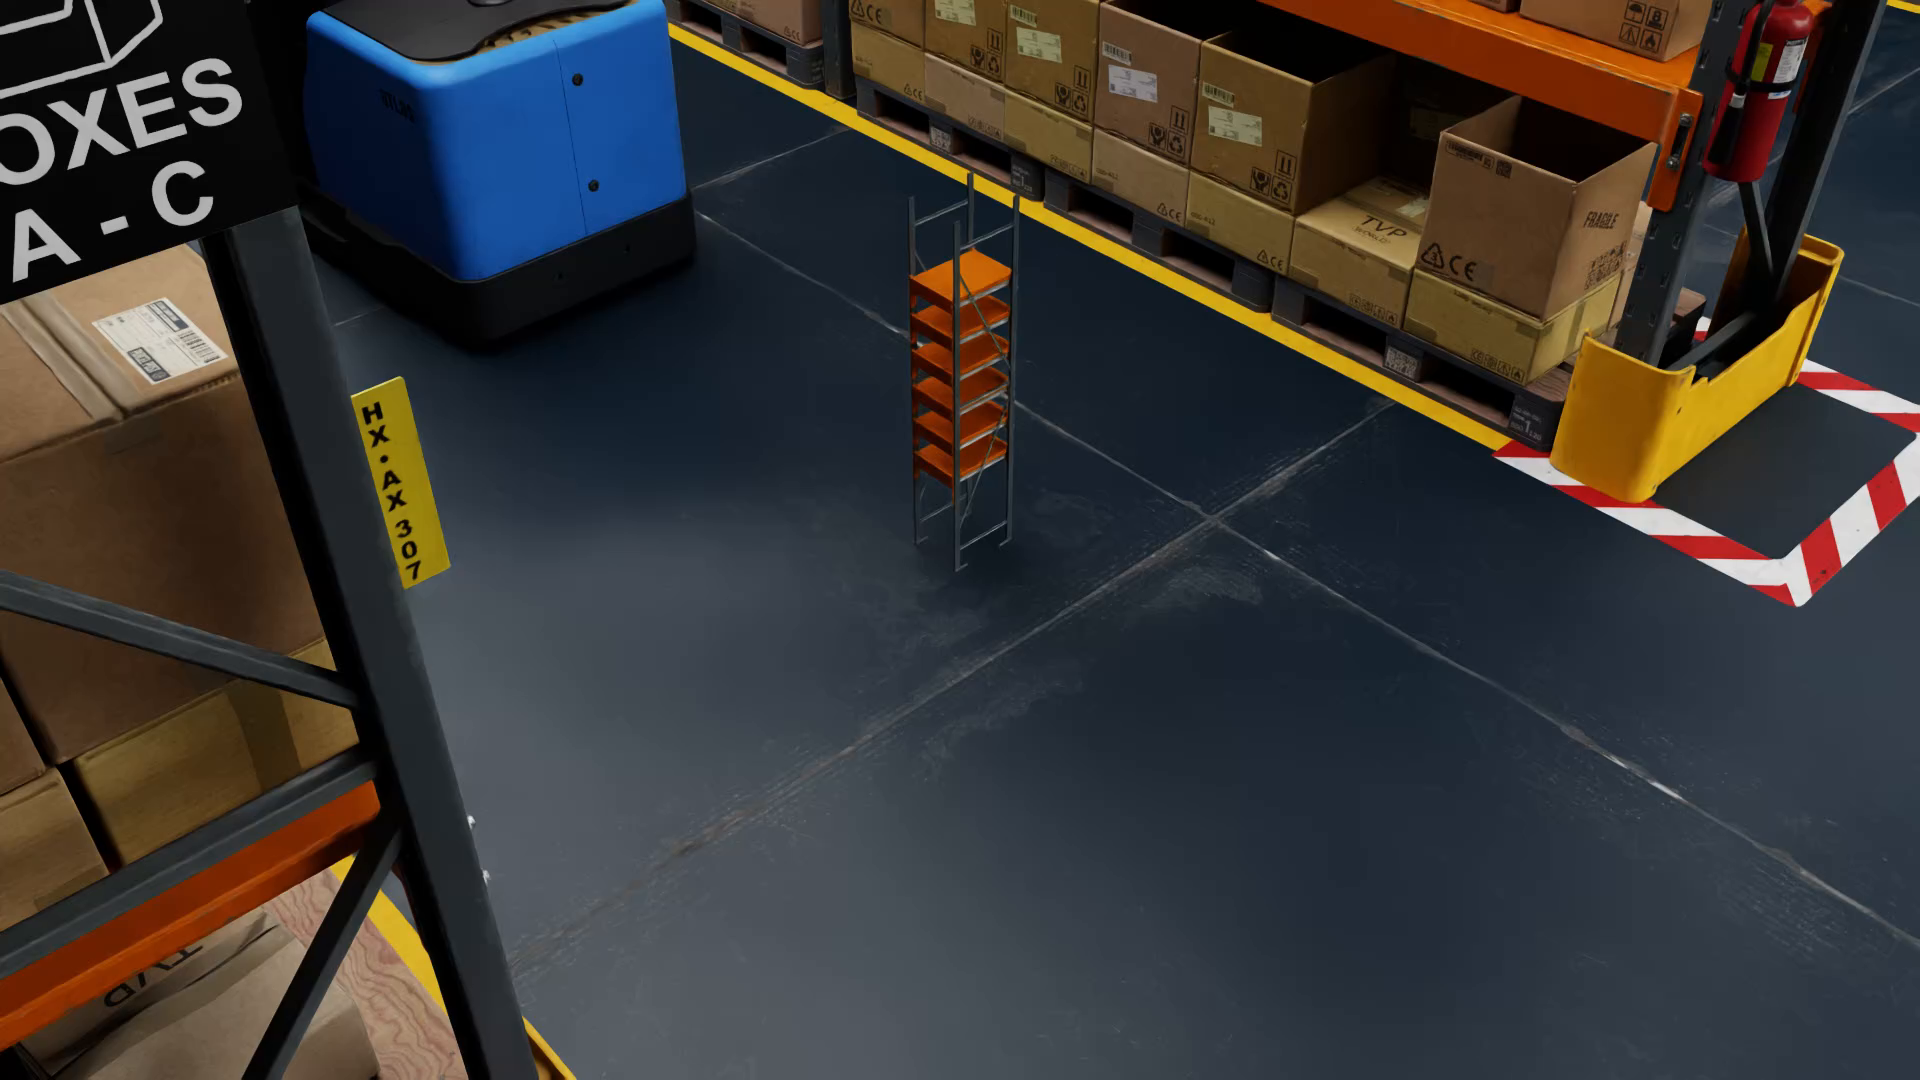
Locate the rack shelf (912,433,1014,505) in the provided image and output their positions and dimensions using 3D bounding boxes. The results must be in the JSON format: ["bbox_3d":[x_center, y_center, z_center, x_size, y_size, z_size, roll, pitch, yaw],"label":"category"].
[{"bbox_3d":[0.010,-0.239,5.043,0.258,0.103,0.180,-30,48,-32],"label":"rack shelf"}]

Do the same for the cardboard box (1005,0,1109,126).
[{"bbox_3d":[0.533,-2.033,6.637,0.500,0.500,0.500,-30,48,-32],"label":"cardboard box"}]

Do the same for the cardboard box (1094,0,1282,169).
[{"bbox_3d":[0.873,-1.802,6.352,0.500,0.500,0.500,-30,48,-32],"label":"cardboard box"}]

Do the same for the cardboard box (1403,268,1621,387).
[{"bbox_3d":[1.898,-0.823,5.736,0.500,0.250,0.500,-30,48,-32],"label":"cardboard box"}]

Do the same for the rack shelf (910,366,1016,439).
[{"bbox_3d":[0.010,-0.426,4.893,0.258,0.103,0.180,-30,48,-32],"label":"rack shelf"}]

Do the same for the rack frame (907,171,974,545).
[{"bbox_3d":[-0.052,-0.502,4.917,0.240,1.200,0.006,-30,48,-32],"label":"rack frame"}]

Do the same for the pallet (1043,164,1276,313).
[{"bbox_3d":[1.110,-1.423,6.843,1.003,0.211,1.213,-30,48,-32],"label":"pallet"}]

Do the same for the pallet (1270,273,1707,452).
[{"bbox_3d":[1.931,-0.858,6.144,1.003,0.211,1.213,-30,48,-32],"label":"pallet"}]

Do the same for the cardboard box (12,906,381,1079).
[{"bbox_3d":[-1.569,1.016,3.394,0.500,0.311,0.500,29,47,31],"label":"cardboard box"}]

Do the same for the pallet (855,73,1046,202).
[{"bbox_3d":[0.280,-1.987,7.543,1.003,0.211,1.213,-30,48,-32],"label":"pallet"}]

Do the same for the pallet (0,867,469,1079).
[{"bbox_3d":[-1.742,1.159,3.647,1.003,0.211,1.213,-30,48,-32],"label":"pallet"}]

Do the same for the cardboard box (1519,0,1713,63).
[{"bbox_3d":[2.172,-1.867,5.095,0.700,0.500,0.500,-30,48,-32],"label":"cardboard box"}]

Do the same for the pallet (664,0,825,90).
[{"bbox_3d":[-0.754,-2.698,8.422,1.003,0.211,1.213,-30,48,-32],"label":"pallet"}]

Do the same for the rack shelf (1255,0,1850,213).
[{"bbox_3d":[1.126,-2.253,6.224,1.077,0.370,4.000,-30,48,-32],"label":"rack shelf"}]

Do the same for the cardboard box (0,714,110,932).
[{"bbox_3d":[-1.626,0.417,2.450,0.500,0.250,0.500,-29,47,-31],"label":"cardboard box"}]

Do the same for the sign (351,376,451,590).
[{"bbox_3d":[-0.768,-0.067,2.257,0.100,0.325,0.005,-30,48,-32],"label":"sign"}]

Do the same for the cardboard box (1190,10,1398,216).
[{"bbox_3d":[1.210,-1.571,6.065,0.500,0.500,0.500,-30,48,-32],"label":"cardboard box"}]

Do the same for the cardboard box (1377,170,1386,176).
[{"bbox_3d":[1.601,-1.505,6.580,0.500,0.250,0.500,-30,48,-32],"label":"cardboard box"}]

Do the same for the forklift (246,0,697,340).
[{"bbox_3d":[-2.432,-2.688,6.245,1.130,2.935,3.031,-32,49,-33],"label":"forklift"}]

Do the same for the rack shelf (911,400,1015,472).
[{"bbox_3d":[0.010,-0.332,4.968,0.258,0.103,0.180,-30,48,-32],"label":"rack shelf"}]

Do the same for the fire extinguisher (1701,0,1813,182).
[{"bbox_3d":[2.217,-1.325,4.564,0.296,0.674,0.183,-30,48,-32],"label":"fire extinguisher"}]

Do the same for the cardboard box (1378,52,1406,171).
[{"bbox_3d":[1.593,-1.791,6.338,0.500,0.500,0.500,-30,48,-32],"label":"cardboard box"}]

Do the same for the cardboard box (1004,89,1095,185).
[{"bbox_3d":[0.533,-1.741,6.873,0.500,0.250,0.500,-30,48,-32],"label":"cardboard box"}]

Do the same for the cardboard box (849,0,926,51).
[{"bbox_3d":[-0.144,-2.496,7.210,0.500,0.500,0.500,-30,48,-32],"label":"cardboard box"}]

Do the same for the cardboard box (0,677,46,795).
[{"bbox_3d":[-1.643,0.131,2.207,0.500,0.500,0.500,-31,48,-32],"label":"cardboard box"}]

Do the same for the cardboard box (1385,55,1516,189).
[{"bbox_3d":[1.940,-1.566,6.058,0.500,0.500,0.500,-30,48,-32],"label":"cardboard box"}]

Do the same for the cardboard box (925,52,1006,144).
[{"bbox_3d":[0.198,-1.975,7.162,0.500,0.250,0.500,-30,48,-32],"label":"cardboard box"}]

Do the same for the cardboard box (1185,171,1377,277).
[{"bbox_3d":[1.212,-1.280,6.302,0.500,0.250,0.500,-30,48,-32],"label":"cardboard box"}]

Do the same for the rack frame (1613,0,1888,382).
[{"bbox_3d":[2.479,-1.607,4.852,1.000,3.000,0.127,-30,48,-32],"label":"rack frame"}]

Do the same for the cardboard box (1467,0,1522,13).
[{"bbox_3d":[1.814,-2.108,5.393,0.700,0.500,0.500,-29,47,-31],"label":"cardboard box"}]

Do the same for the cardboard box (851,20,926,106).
[{"bbox_3d":[-0.136,-2.208,7.451,0.500,0.250,0.500,-30,48,-32],"label":"cardboard box"}]

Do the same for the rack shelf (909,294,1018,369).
[{"bbox_3d":[0.010,-0.612,4.742,0.258,0.103,0.180,-30,48,-32],"label":"rack shelf"}]

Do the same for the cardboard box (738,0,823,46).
[{"bbox_3d":[-0.721,-2.620,7.961,0.500,0.250,0.500,-30,48,-32],"label":"cardboard box"}]

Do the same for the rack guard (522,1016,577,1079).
[{"bbox_3d":[-1.219,1.437,3.073,1.175,0.500,0.348,-30,48,-32],"label":"rack guard"}]

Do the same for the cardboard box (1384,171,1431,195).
[{"bbox_3d":[1.939,-1.273,6.293,0.500,0.250,0.500,-30,48,-32],"label":"cardboard box"}]

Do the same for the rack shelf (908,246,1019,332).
[{"bbox_3d":[0.010,-0.706,4.666,0.258,0.103,0.180,-30,48,-32],"label":"rack shelf"}]

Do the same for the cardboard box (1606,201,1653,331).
[{"bbox_3d":[2.280,-1.043,6.009,0.500,0.250,0.500,-30,48,-32],"label":"cardboard box"}]

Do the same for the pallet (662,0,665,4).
[{"bbox_3d":[-1.583,-3.262,9.121,1.003,0.211,1.213,-30,48,-32],"label":"pallet"}]

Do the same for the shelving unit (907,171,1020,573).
[{"bbox_3d":[0.010,-0.460,4.865,0.258,1.200,0.189,-30,48,-32],"label":"shelving unit"}]

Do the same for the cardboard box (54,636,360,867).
[{"bbox_3d":[-1.264,0.190,2.731,0.500,0.250,0.500,-31,48,-33],"label":"cardboard box"}]

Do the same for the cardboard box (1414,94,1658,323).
[{"bbox_3d":[1.897,-1.114,5.499,0.500,0.500,0.500,-30,48,-32],"label":"cardboard box"}]

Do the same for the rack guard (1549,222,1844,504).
[{"bbox_3d":[2.495,-0.623,5.624,1.175,0.500,0.348,-30,48,-32],"label":"rack guard"}]

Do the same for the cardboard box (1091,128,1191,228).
[{"bbox_3d":[0.875,-1.512,6.589,0.500,0.250,0.500,-30,48,-32],"label":"cardboard box"}]

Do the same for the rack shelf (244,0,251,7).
[{"bbox_3d":[-2.520,-1.313,2.673,1.077,0.370,4.000,-30,48,-32],"label":"rack shelf"}]

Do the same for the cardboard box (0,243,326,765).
[{"bbox_3d":[-1.269,-0.090,2.481,0.500,0.500,0.500,-30,48,-32],"label":"cardboard box"}]

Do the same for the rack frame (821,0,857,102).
[{"bbox_3d":[-0.227,-3.458,7.144,1.000,3.000,0.127,-30,48,-32],"label":"rack frame"}]

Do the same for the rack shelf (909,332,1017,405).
[{"bbox_3d":[0.010,-0.519,4.817,0.258,0.103,0.180,-30,48,-32],"label":"rack shelf"}]

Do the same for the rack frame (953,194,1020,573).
[{"bbox_3d":[0.072,-0.418,4.812,0.240,1.200,0.006,-30,48,-32],"label":"rack frame"}]

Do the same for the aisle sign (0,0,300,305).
[{"bbox_3d":[-0.898,-0.606,1.543,0.394,0.787,0.004,-30,48,-32],"label":"aisle sign"}]

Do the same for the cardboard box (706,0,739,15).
[{"bbox_3d":[-1.061,-2.855,8.252,0.500,0.250,0.500,-31,48,-32],"label":"cardboard box"}]

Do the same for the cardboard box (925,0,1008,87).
[{"bbox_3d":[0.200,-2.268,6.928,0.500,0.500,0.500,-30,48,-32],"label":"cardboard box"}]

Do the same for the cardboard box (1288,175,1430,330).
[{"bbox_3d":[1.551,-1.049,6.016,0.500,0.250,0.500,-30,48,-32],"label":"cardboard box"}]

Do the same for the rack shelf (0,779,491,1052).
[{"bbox_3d":[-2.520,-0.146,3.616,1.077,0.370,4.000,-30,48,-32],"label":"rack shelf"}]
